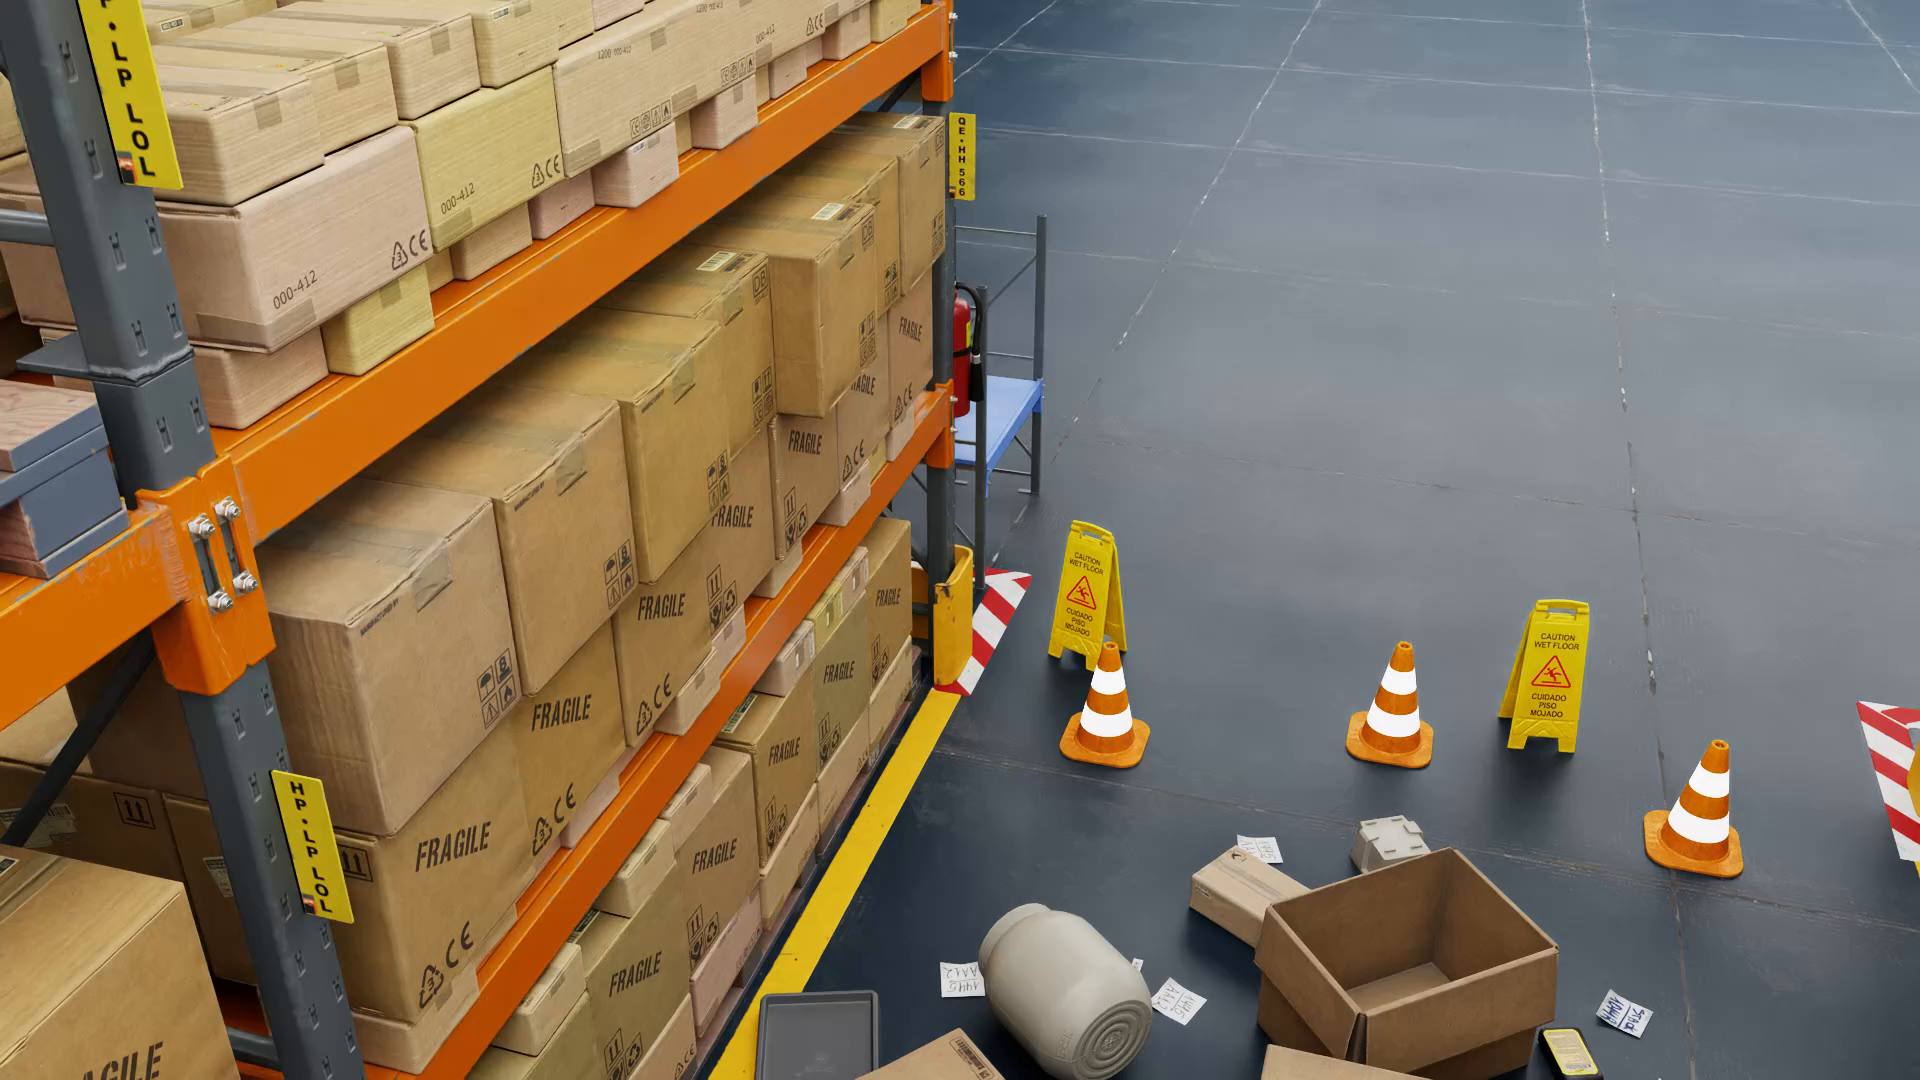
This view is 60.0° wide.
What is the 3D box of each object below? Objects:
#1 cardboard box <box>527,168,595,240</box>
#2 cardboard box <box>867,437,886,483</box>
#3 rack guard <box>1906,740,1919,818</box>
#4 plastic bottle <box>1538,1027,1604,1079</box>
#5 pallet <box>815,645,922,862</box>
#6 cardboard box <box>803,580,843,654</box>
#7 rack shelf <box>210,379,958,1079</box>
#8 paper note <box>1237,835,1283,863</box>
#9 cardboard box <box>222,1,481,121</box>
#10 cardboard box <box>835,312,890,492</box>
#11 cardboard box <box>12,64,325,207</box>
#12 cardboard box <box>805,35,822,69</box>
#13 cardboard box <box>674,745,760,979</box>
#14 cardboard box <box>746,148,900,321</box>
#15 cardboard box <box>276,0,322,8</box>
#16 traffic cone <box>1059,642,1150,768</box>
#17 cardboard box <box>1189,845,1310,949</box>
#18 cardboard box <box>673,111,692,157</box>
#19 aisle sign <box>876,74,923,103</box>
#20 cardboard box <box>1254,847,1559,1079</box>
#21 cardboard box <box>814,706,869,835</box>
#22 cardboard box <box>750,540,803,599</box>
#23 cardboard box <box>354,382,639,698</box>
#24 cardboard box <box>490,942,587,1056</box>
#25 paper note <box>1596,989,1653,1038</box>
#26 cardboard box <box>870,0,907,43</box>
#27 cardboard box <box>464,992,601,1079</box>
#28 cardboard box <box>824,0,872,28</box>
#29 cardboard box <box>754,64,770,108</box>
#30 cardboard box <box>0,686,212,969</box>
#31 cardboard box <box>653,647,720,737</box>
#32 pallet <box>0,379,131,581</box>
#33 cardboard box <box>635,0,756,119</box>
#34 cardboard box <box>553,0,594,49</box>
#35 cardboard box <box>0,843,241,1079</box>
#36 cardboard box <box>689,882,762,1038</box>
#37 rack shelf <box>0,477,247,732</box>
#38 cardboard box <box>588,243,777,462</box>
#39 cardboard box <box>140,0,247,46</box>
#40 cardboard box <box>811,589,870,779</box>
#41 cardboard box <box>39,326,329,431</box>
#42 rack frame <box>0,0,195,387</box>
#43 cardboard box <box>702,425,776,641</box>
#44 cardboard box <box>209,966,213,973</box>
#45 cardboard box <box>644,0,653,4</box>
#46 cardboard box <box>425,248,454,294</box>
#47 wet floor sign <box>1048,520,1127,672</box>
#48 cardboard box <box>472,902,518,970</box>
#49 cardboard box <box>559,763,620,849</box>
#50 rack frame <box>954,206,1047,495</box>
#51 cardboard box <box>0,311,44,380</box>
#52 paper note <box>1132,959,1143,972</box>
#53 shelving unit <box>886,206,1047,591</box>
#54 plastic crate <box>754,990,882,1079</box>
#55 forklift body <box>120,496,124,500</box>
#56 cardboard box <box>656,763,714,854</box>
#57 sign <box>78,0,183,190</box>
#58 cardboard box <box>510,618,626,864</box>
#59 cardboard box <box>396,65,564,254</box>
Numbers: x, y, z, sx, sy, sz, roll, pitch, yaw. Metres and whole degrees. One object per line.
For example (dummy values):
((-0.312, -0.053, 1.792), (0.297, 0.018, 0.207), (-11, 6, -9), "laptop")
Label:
((-1.066, -0.808, 3.789), (0.380, 0.149, 0.250), (8, 30, 13), "cardboard box")
((-0.485, -0.314, 5.987), (0.380, 0.149, 0.250), (8, 30, 14), "cardboard box")
((4.253, 0.863, 6.185), (1.175, 0.500, 0.348), (8, 30, 15), "rack guard")
((1.928, 1.653, 5.216), (0.133, 0.061, 0.283), (-1, 29, -3), "plastic bottle")
((-0.811, 0.749, 6.687), (1.003, 0.211, 1.213), (8, 30, 15), "pallet")
((-0.622, 0.235, 5.699), (0.380, 0.149, 0.250), (9, 30, 16), "cardboard box")
((-1.103, 0.366, 5.246), (1.077, 0.370, 4.000), (8, 30, 15), "rack shelf")
((1.109, 1.143, 6.164), (0.148, 0.019, 0.142), (-1, 29, -3), "paper note")
((-1.151, -0.914, 3.161), (0.380, 0.149, 0.250), (8, 30, 13), "cardboard box")
((-0.563, -0.528, 5.704), (0.500, 0.500, 0.500), (9, 30, 15), "cardboard box")
((-1.286, -0.668, 2.718), (0.380, 0.149, 0.250), (8, 30, 14), "cardboard box")
((-0.644, -1.526, 5.080), (0.380, 0.149, 0.250), (9, 30, 15), "cardboard box")
((-0.959, 0.945, 5.091), (0.500, 0.500, 0.500), (10, 31, 17), "cardboard box")
((-0.613, -0.986, 5.499), (0.700, 0.500, 0.500), (9, 30, 15), "cardboard box")
((-1.515, -1.233, 3.734), (0.380, 0.149, 0.250), (8, 30, 14), "cardboard box")
((0.591, 0.615, 6.669), (0.336, 0.463, 0.334), (8, 30, 15), "traffic cone")
((1.030, 1.265, 5.823), (0.250, 0.149, 0.380), (-24, 37, -37), "cardboard box")
((-0.910, -1.047, 4.220), (0.380, 0.149, 0.250), (9, 30, 15), "cardboard box")
((-0.221, -2.001, 6.087), (0.394, 0.787, 0.004), (8, 30, 15), "aisle sign")
((1.389, 1.391, 5.232), (0.797, 0.503, 0.637), (-12, 31, -20), "cardboard box")
((-0.656, 0.794, 6.133), (0.500, 0.250, 0.500), (9, 30, 15), "cardboard box")
((-0.730, 0.041, 5.349), (0.380, 0.149, 0.250), (8, 30, 14), "cardboard box")
((-1.183, -0.037, 3.794), (0.700, 0.500, 0.500), (9, 30, 15), "cardboard box")
((-1.165, 1.103, 4.140), (0.380, 0.149, 0.250), (9, 30, 16), "cardboard box")
((2.175, 1.547, 5.439), (0.144, 0.017, 0.142), (20, 35, 32), "paper note")
((-0.395, -1.753, 5.488), (0.380, 0.149, 0.250), (9, 30, 15), "cardboard box")
((-1.259, 1.436, 4.208), (0.500, 0.500, 0.500), (10, 31, 17), "cardboard box")
((-0.570, -1.745, 5.064), (0.500, 0.250, 0.500), (8, 30, 14), "cardboard box")
((-0.756, -1.282, 4.642), (0.380, 0.149, 0.250), (8, 30, 13), "cardboard box")
((-1.797, 0.566, 3.739), (0.500, 0.500, 0.500), (8, 30, 14), "cardboard box")
((-0.907, 0.397, 4.709), (0.380, 0.149, 0.250), (9, 30, 15), "cardboard box")
((-1.973, 0.024, 2.229), (1.213, 0.211, 1.003), (8, 30, 15), "pallet")
((-0.851, -1.266, 4.203), (0.500, 0.250, 0.500), (9, 30, 15), "cardboard box")
((-1.024, -1.155, 3.594), (0.380, 0.149, 0.250), (7, 30, 13), "cardboard box")
((-1.606, 0.872, 2.757), (0.500, 0.500, 0.500), (8, 30, 14), "cardboard box")
((-0.960, 1.267, 5.283), (0.500, 0.250, 0.500), (8, 30, 14), "cardboard box")
((-2.277, 0.914, 1.175), (1.077, 0.370, 4.000), (8, 30, 15), "rack shelf")
((-0.944, -0.522, 4.665), (0.700, 0.500, 0.500), (8, 30, 15), "cardboard box")
((-1.641, -0.987, 3.291), (0.380, 0.149, 0.250), (9, 30, 16), "cardboard box")
((-0.652, 0.465, 5.953), (0.500, 0.500, 0.500), (10, 31, 17), "cardboard box")
((-1.361, -0.331, 2.932), (0.380, 0.149, 0.250), (8, 30, 14), "cardboard box")
((-1.690, -1.640, 1.942), (1.000, 3.000, 0.127), (8, 30, 15), "rack frame")
((-0.880, -0.063, 4.869), (0.500, 0.500, 0.500), (9, 30, 15), "cardboard box")
((-1.887, 0.898, 3.808), (0.380, 0.149, 0.250), (8, 30, 14), "cardboard box")
((-0.908, -1.402, 4.038), (0.380, 0.149, 0.250), (9, 30, 16), "cardboard box")
((-1.267, -0.574, 3.370), (0.380, 0.149, 0.250), (9, 30, 15), "cardboard box")
((0.563, 0.216, 7.199), (0.267, 0.644, 0.232), (20, 35, 32), "wet floor sign")
((-1.267, 0.866, 3.867), (0.380, 0.149, 0.250), (9, 30, 16), "cardboard box")
((-1.112, 0.628, 4.294), (0.380, 0.149, 0.250), (9, 30, 16), "cardboard box")
((0.174, -0.931, 8.381), (0.500, 1.500, 0.032), (8, 30, 15), "rack frame")
((-1.889, -0.410, 3.075), (0.380, 0.149, 0.250), (9, 30, 15), "cardboard box")
((0.591, 1.459, 5.618), (0.032, 0.001, 0.123), (8, 30, 15), "paper note")
((0.025, -0.695, 7.957), (0.538, 1.500, 1.048), (8, 30, 15), "shelving unit")
((-0.445, 1.645, 5.211), (0.402, 0.080, 0.583), (-1, 29, -3), "plastic crate")
((-4.075, -0.072, 6.166), (2.313, 2.155, 1.214), (8, 30, 15), "forklift body")
((-0.939, 0.738, 4.795), (0.380, 0.149, 0.250), (10, 31, 18), "cardboard box")
((-1.159, -0.650, 2.310), (0.100, 0.325, 0.005), (8, 30, 15), "sign")
((-1.169, 0.406, 4.025), (0.500, 0.500, 0.500), (8, 30, 15), "cardboard box")
((-1.157, -0.800, 3.366), (0.500, 0.250, 0.500), (8, 30, 14), "cardboard box")
